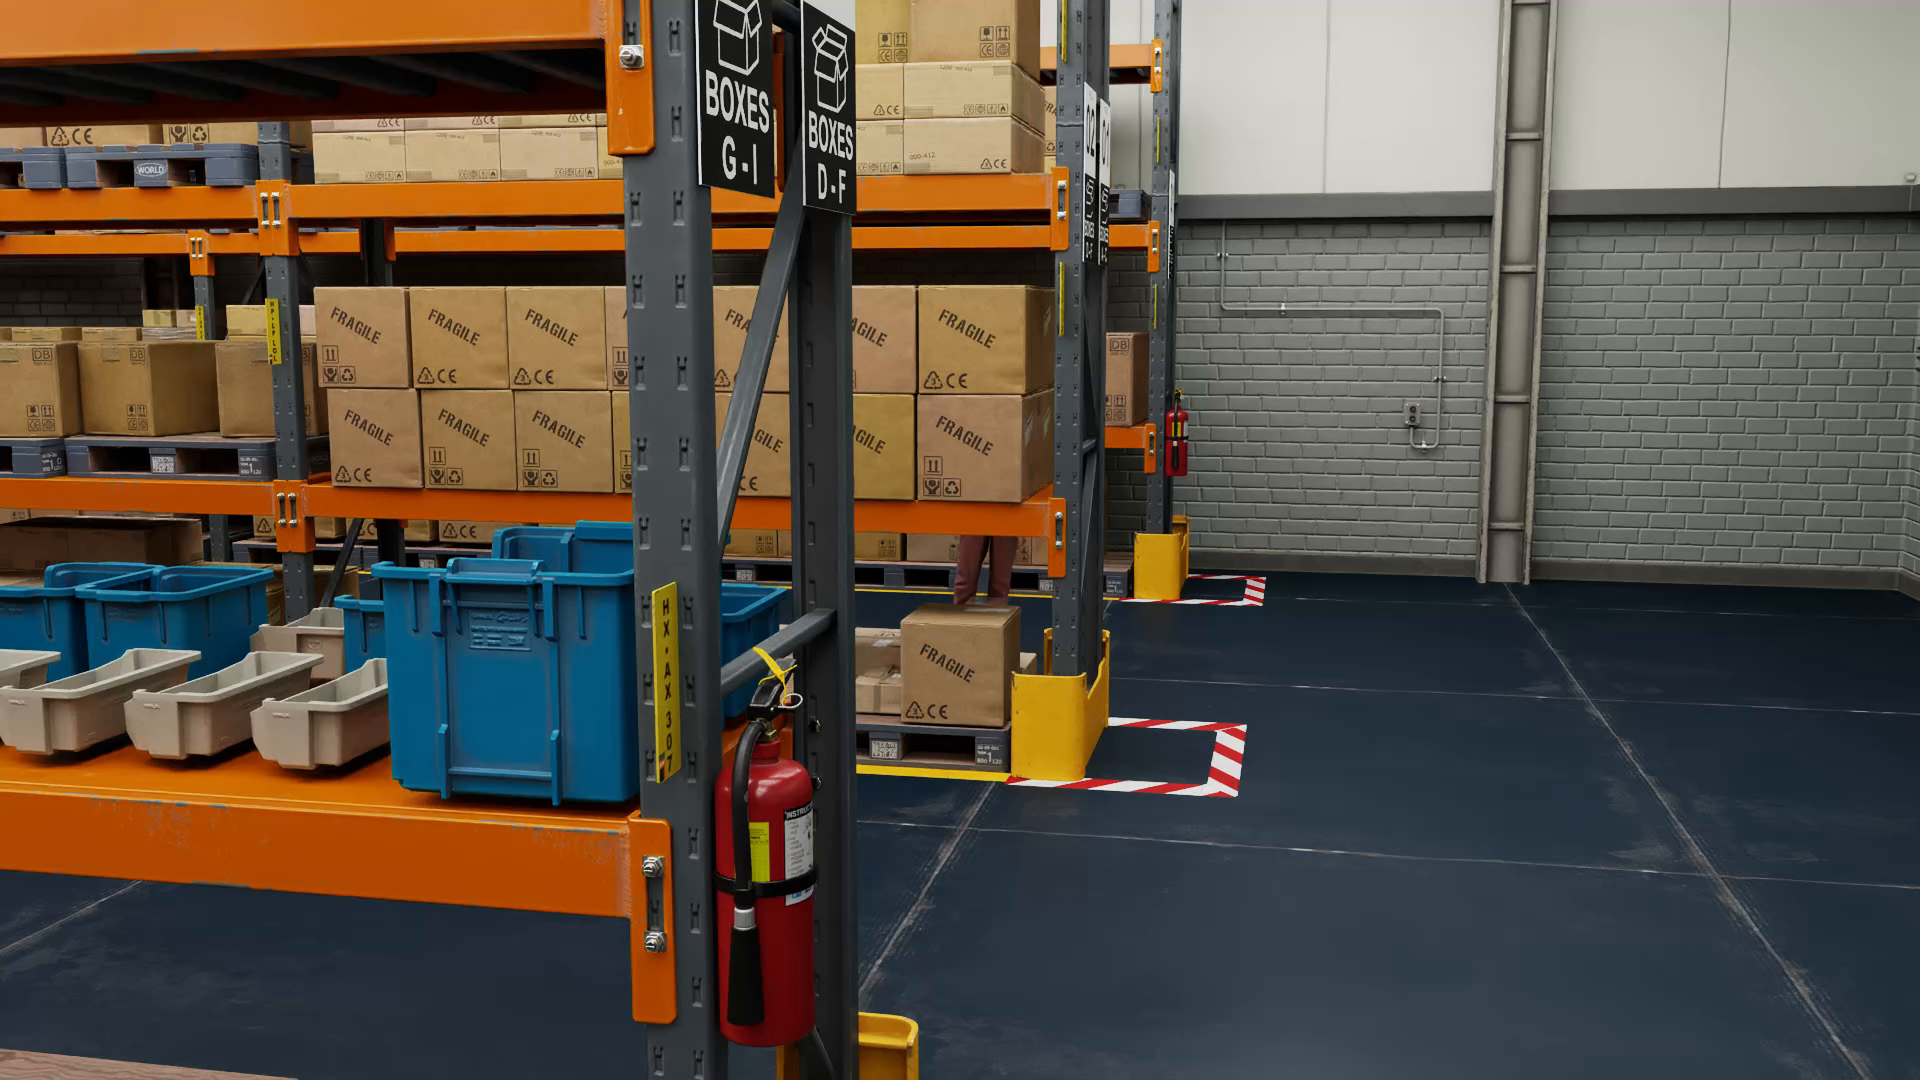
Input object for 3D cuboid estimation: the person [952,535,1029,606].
[{"bbox_3d":[0.177,-0.080,10.326,0.551,1.674,0.549,2,8,11],"label":"person"}]
